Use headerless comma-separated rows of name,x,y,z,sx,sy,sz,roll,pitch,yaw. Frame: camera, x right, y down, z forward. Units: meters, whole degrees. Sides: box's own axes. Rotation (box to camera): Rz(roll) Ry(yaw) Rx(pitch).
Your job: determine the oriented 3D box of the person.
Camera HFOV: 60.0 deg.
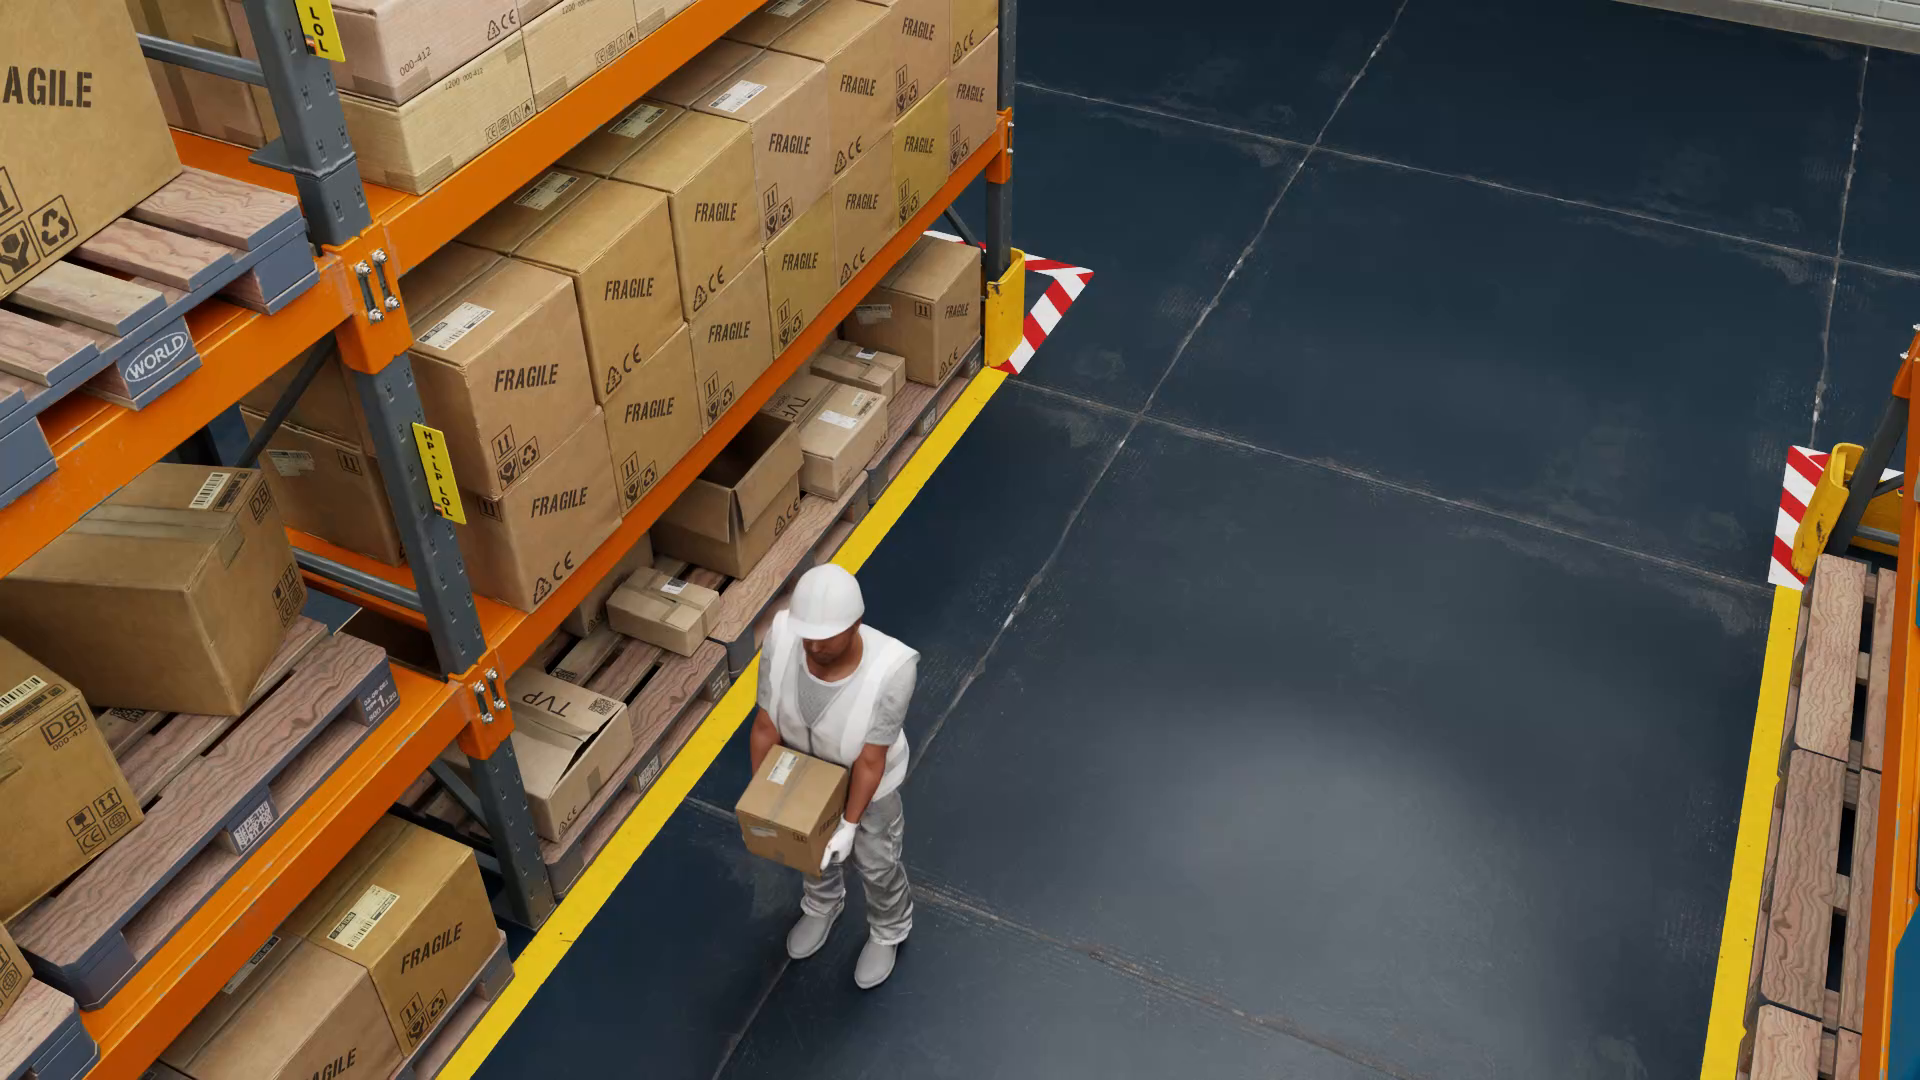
person,-0.407,0.796,5.249,0.492,1.779,0.577,17,44,18
